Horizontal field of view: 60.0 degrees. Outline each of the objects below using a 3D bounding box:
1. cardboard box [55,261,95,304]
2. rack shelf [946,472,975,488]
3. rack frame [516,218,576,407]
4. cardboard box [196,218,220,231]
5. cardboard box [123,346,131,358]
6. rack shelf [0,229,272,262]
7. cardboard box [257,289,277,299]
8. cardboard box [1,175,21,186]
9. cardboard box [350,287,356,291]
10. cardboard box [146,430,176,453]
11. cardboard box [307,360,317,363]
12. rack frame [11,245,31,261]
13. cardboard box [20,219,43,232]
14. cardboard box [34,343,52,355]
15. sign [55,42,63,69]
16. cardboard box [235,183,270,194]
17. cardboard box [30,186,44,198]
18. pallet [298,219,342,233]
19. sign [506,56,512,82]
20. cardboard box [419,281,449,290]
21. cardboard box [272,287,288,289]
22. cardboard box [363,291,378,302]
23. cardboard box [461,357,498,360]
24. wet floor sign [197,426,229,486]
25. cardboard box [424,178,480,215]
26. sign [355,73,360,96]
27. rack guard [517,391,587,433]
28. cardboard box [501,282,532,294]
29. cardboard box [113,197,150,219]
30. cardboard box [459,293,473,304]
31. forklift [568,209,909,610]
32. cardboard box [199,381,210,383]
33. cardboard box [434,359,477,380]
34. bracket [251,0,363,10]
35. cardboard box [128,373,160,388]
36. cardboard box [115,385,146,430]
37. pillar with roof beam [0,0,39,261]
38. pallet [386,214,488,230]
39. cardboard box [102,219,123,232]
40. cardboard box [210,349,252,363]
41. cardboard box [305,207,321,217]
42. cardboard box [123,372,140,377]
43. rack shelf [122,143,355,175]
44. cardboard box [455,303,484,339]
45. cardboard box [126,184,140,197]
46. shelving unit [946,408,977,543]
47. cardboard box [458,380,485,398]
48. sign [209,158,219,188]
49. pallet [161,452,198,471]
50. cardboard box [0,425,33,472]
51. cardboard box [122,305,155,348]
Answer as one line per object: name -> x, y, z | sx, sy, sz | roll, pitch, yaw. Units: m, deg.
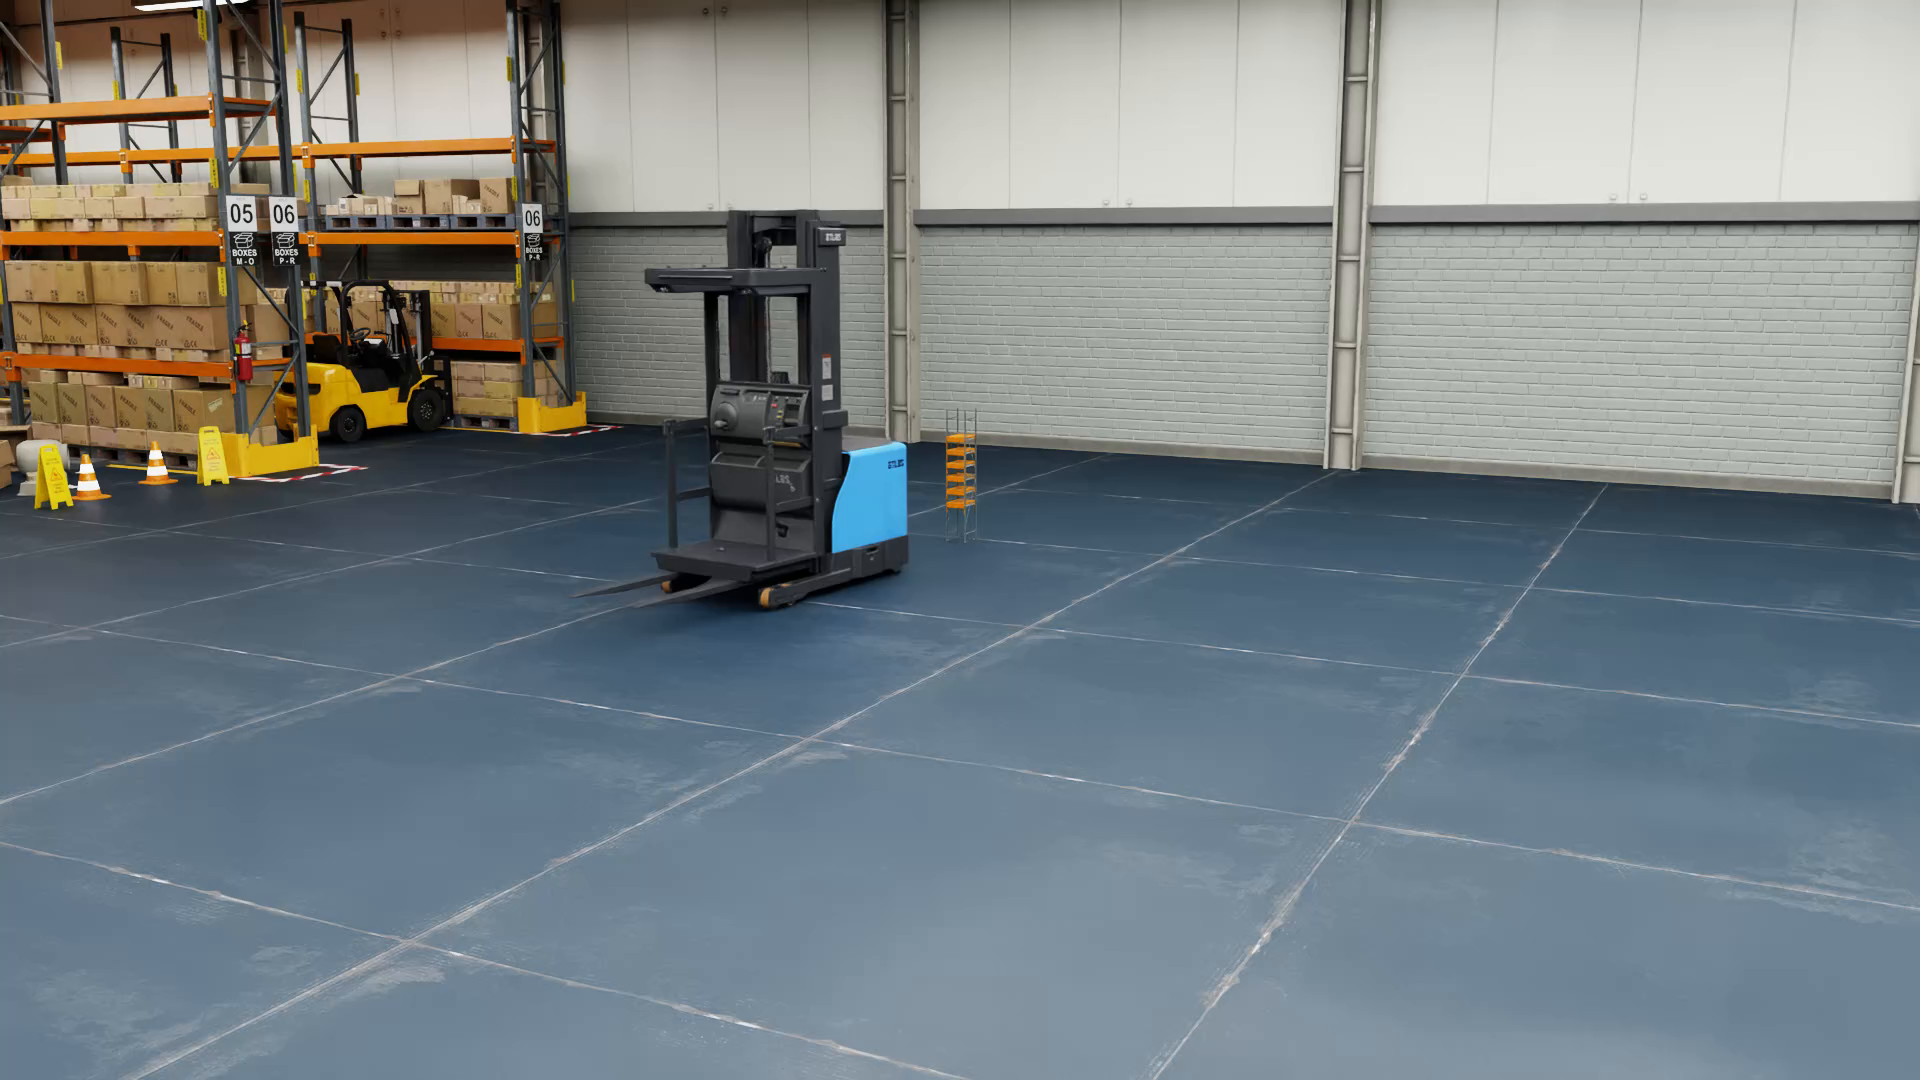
cardboard box -> -10.523, -3.146, 20.264 | 0.500, 0.500, 0.700 | 5, 11, 25
rack shelf -> 0.013, -0.546, 15.125 | 0.180, 0.103, 0.258 | 5, 11, 26
rack frame -> -5.928, -3.093, 23.896 | 0.127, 3.000, 1.000 | 5, 11, 26
cardboard box -> -8.565, -3.636, 19.178 | 0.250, 0.149, 0.380 | 5, 11, 26
cardboard box -> -9.913, -2.295, 20.193 | 0.250, 0.149, 0.380 | 5, 11, 26
rack shelf -> -9.914, -3.579, 20.182 | 4.000, 0.370, 1.077 | 5, 11, 26
cardboard box -> -10.650, -3.812, 25.771 | 0.250, 0.149, 0.380 | 5, 11, 24
cardboard box -> -12.284, -4.495, 21.060 | 0.500, 0.250, 0.500 | 5, 12, 27
cardboard box -> -9.078, -3.847, 25.125 | 0.250, 0.149, 0.380 | 5, 11, 27
cardboard box -> -9.426, -1.216, 20.069 | 0.500, 0.250, 0.500 | 5, 11, 26
cardboard box -> -9.988, -2.485, 26.029 | 0.625, 0.625, 0.875 | 6, 12, 28
rack frame -> -16.689, -4.038, 29.121 | 0.127, 3.000, 1.000 | 5, 11, 26
cardboard box -> -11.328, -3.874, 20.493 | 0.250, 0.149, 0.380 | 5, 11, 26
cardboard box -> -11.318, -2.404, 20.794 | 0.250, 0.149, 0.380 | 5, 12, 27
sign -> -11.451, -6.151, 21.102 | 0.005, 0.325, 0.100 | 5, 11, 26
cardboard box -> -8.349, -4.105, 19.533 | 0.250, 0.149, 0.380 | 5, 11, 25
cardboard box -> -11.091, -4.245, 20.304 | 0.250, 0.149, 0.380 | 5, 11, 24
pallet -> -10.312, -4.857, 25.760 | 1.217, 0.209, 0.805 | 5, 11, 24
sign -> -6.181, -6.458, 22.799 | 0.005, 0.325, 0.100 | 5, 11, 26
cardboard box -> -7.721, -3.722, 24.436 | 0.250, 0.149, 0.380 | 5, 11, 27
cardboard box -> -10.855, -3.947, 26.515 | 0.250, 0.149, 0.380 | 5, 11, 25
cardboard box -> -8.678, -3.642, 24.827 | 0.250, 0.149, 0.380 | 5, 12, 27
cardboard box -> -7.169, -2.586, 24.832 | 0.500, 0.250, 0.500 | 5, 11, 25
wet floor sign -> -8.424, -0.955, 18.697 | 0.267, 0.644, 0.232 | -10, 14, -43
cardboard box -> -7.307, -4.966, 24.086 | 0.500, 0.500, 0.700 | 5, 11, 26
sign -> -9.247, -6.984, 25.485 | 0.005, 0.325, 0.100 | 5, 11, 26
rack guard -> -5.906, -1.861, 24.108 | 0.348, 0.500, 1.175 | 5, 11, 26
cardboard box -> -6.342, -3.602, 23.773 | 0.250, 0.149, 0.380 | 5, 11, 26
cardboard box -> -9.617, -3.926, 19.661 | 0.500, 0.250, 0.500 | 5, 12, 27
cardboard box -> -7.028, -3.511, 24.103 | 0.250, 0.149, 0.380 | 5, 11, 25
forklift -> -1.662, -1.018, 12.624 | 1.130, 2.935, 3.031 | 7, 12, 33
cardboard box -> -9.661, -1.713, 20.709 | 0.500, 0.500, 0.500 | 5, 12, 27
cardboard box -> -7.396, -2.502, 24.368 | 0.500, 0.250, 0.500 | 5, 11, 27
bracket -> -8.993, -8.194, 25.129 | 4.783, 0.066, 0.076 | 5, 11, 26
cardboard box -> -9.773, -1.923, 20.045 | 0.250, 0.149, 0.380 | 6, 12, 28
cardboard box -> -9.874, -1.625, 20.224 | 0.500, 0.500, 0.500 | 5, 11, 24
pillar with roof beam -> -18.820, -6.502, 25.886 | 0.548, 9.000, 9.100 | 5, 11, 26
pallet -> -7.649, -4.681, 24.498 | 1.213, 0.211, 1.003 | 5, 11, 26
cardboard box -> -9.962, -3.749, 19.807 | 0.250, 0.149, 0.380 | 5, 11, 25
cardboard box -> -8.551, -2.171, 19.511 | 0.250, 0.149, 0.380 | 5, 12, 28
cardboard box -> -10.189, -5.114, 25.889 | 0.250, 0.149, 0.380 | 5, 11, 26
cardboard box -> -13.577, -2.699, 27.559 | 0.500, 0.500, 0.500 | 5, 12, 27
rack shelf -> -11.309, -5.967, 26.074 | 4.000, 0.370, 1.077 | 5, 11, 26
cardboard box -> -6.947, -3.181, 24.104 | 0.500, 0.500, 0.500 | 5, 12, 28
cardboard box -> -9.650, -4.141, 19.732 | 0.250, 0.149, 0.380 | 5, 11, 24
shelving unit -> 0.013, -0.589, 15.117 | 0.189, 1.200, 0.258 | 5, 11, 26
cardboard box -> -6.948, -2.222, 24.223 | 0.500, 0.250, 0.500 | 5, 11, 25
sign -> -8.384, -4.124, 18.687 | 0.005, 0.325, 0.100 | 5, 11, 26
pallet -> -8.902, -1.003, 20.181 | 1.213, 0.211, 1.003 | 5, 11, 26
cardboard box -> -11.349, -1.084, 19.811 | 0.500, 0.500, 0.500 | -4, 11, -23
cardboard box -> -9.624, -2.574, 19.915 | 0.500, 0.500, 0.500 | 5, 11, 26
